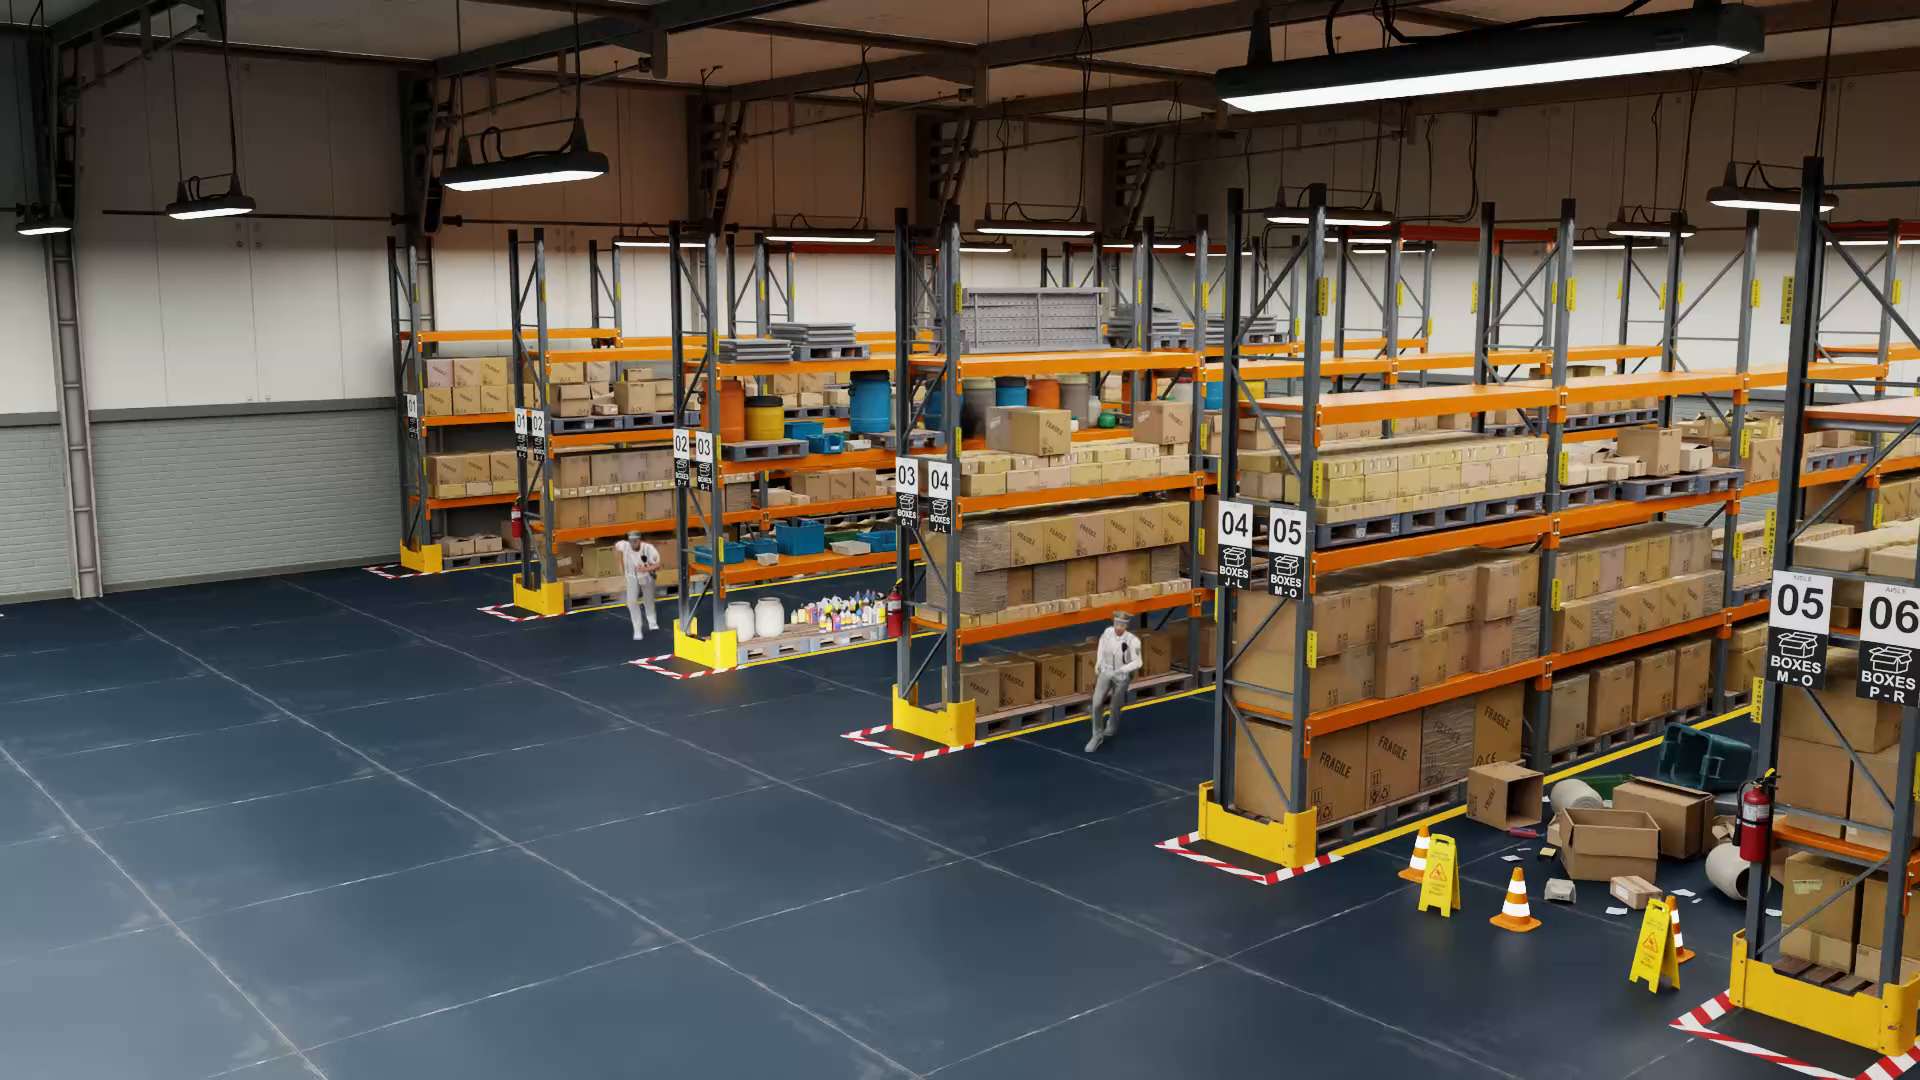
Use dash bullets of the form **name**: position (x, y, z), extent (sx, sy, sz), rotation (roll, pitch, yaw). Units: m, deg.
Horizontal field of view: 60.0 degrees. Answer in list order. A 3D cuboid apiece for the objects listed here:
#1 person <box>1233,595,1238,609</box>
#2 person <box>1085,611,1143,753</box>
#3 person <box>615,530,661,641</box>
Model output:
- **person**: position (4.443, 0.328, 25.890), extent (0.662, 1.788, 0.722), rotation (8, 12, 42)
- **person**: position (1.770, 1.535, 18.567), extent (0.601, 1.603, 0.842), rotation (3, 9, 19)
- **person**: position (-4.694, 0.650, 24.398), extent (0.704, 1.702, 1.002), rotation (0, 9, 3)
